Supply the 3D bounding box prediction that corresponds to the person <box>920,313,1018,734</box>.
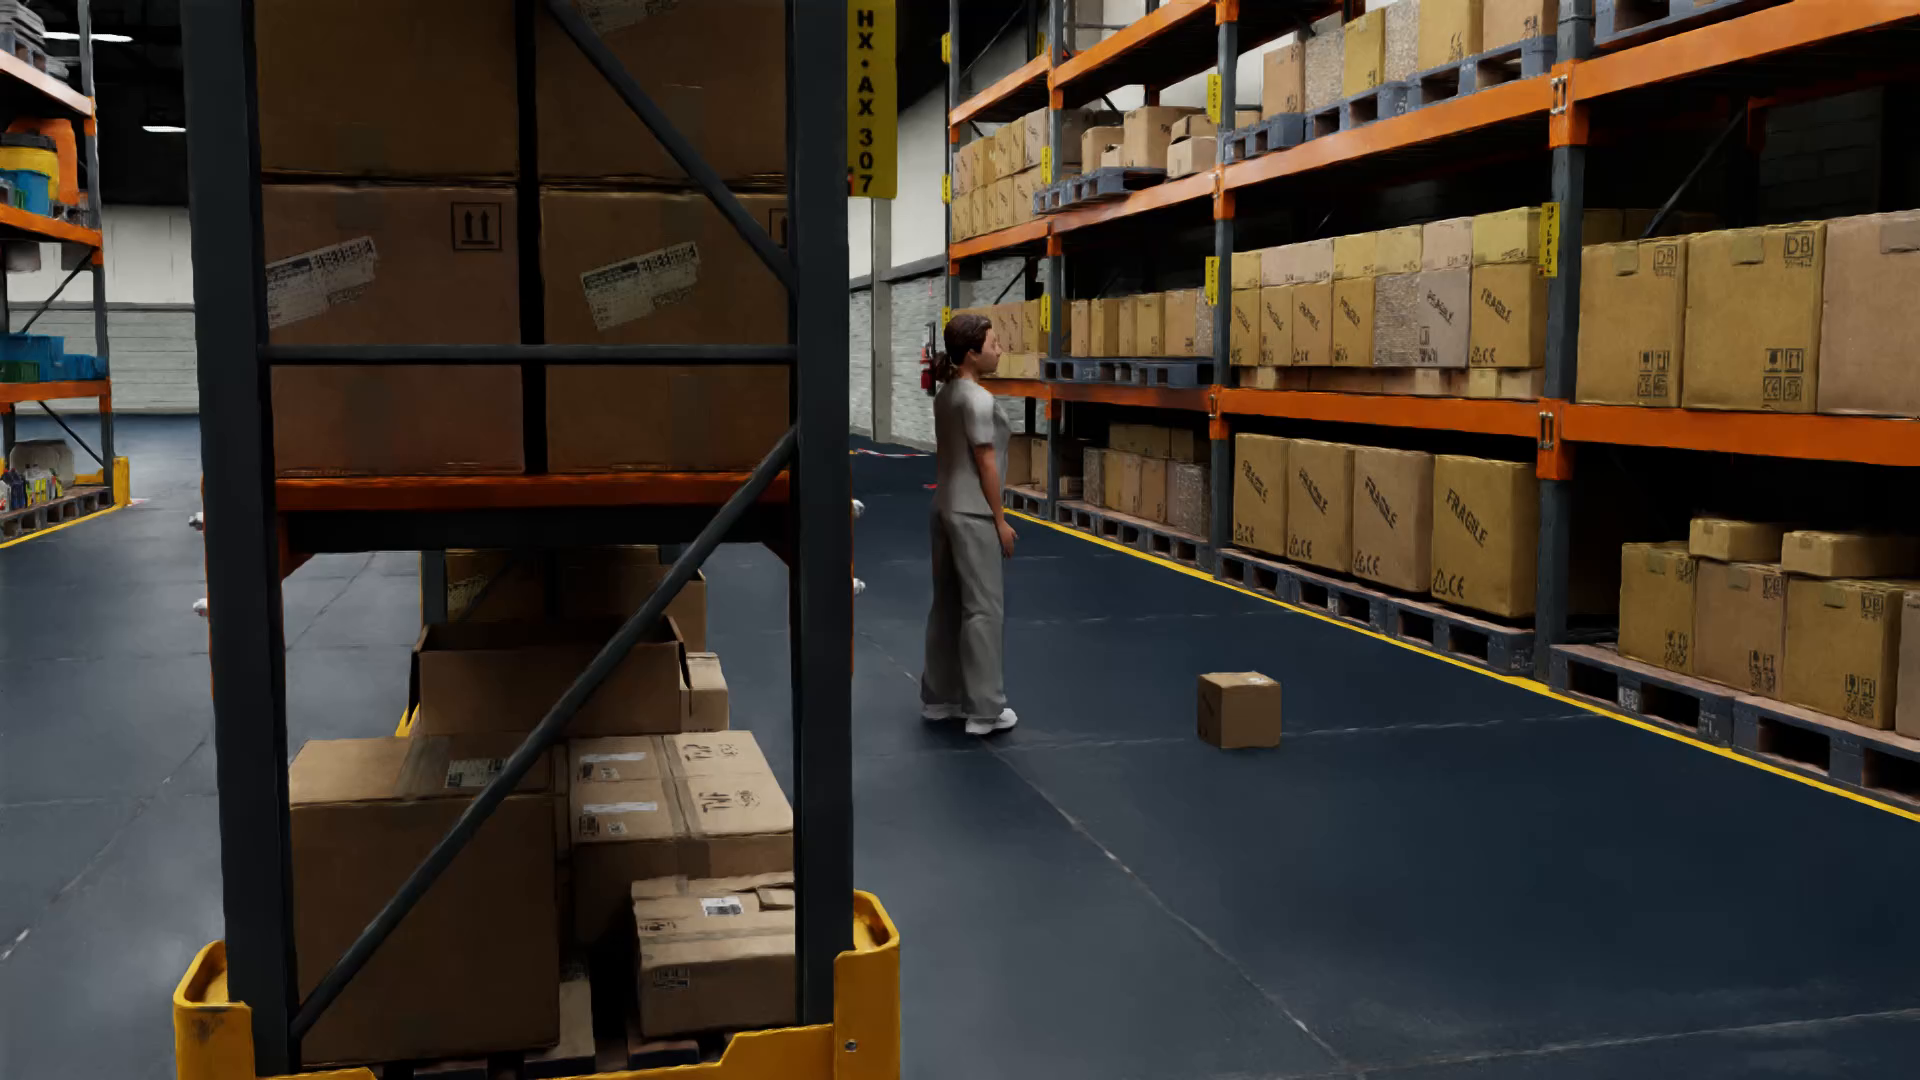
[{"bbox_3d":[0.048,-0.072,6.703,0.370,1.669,0.478,-2,7,-20],"label":"person"}]
